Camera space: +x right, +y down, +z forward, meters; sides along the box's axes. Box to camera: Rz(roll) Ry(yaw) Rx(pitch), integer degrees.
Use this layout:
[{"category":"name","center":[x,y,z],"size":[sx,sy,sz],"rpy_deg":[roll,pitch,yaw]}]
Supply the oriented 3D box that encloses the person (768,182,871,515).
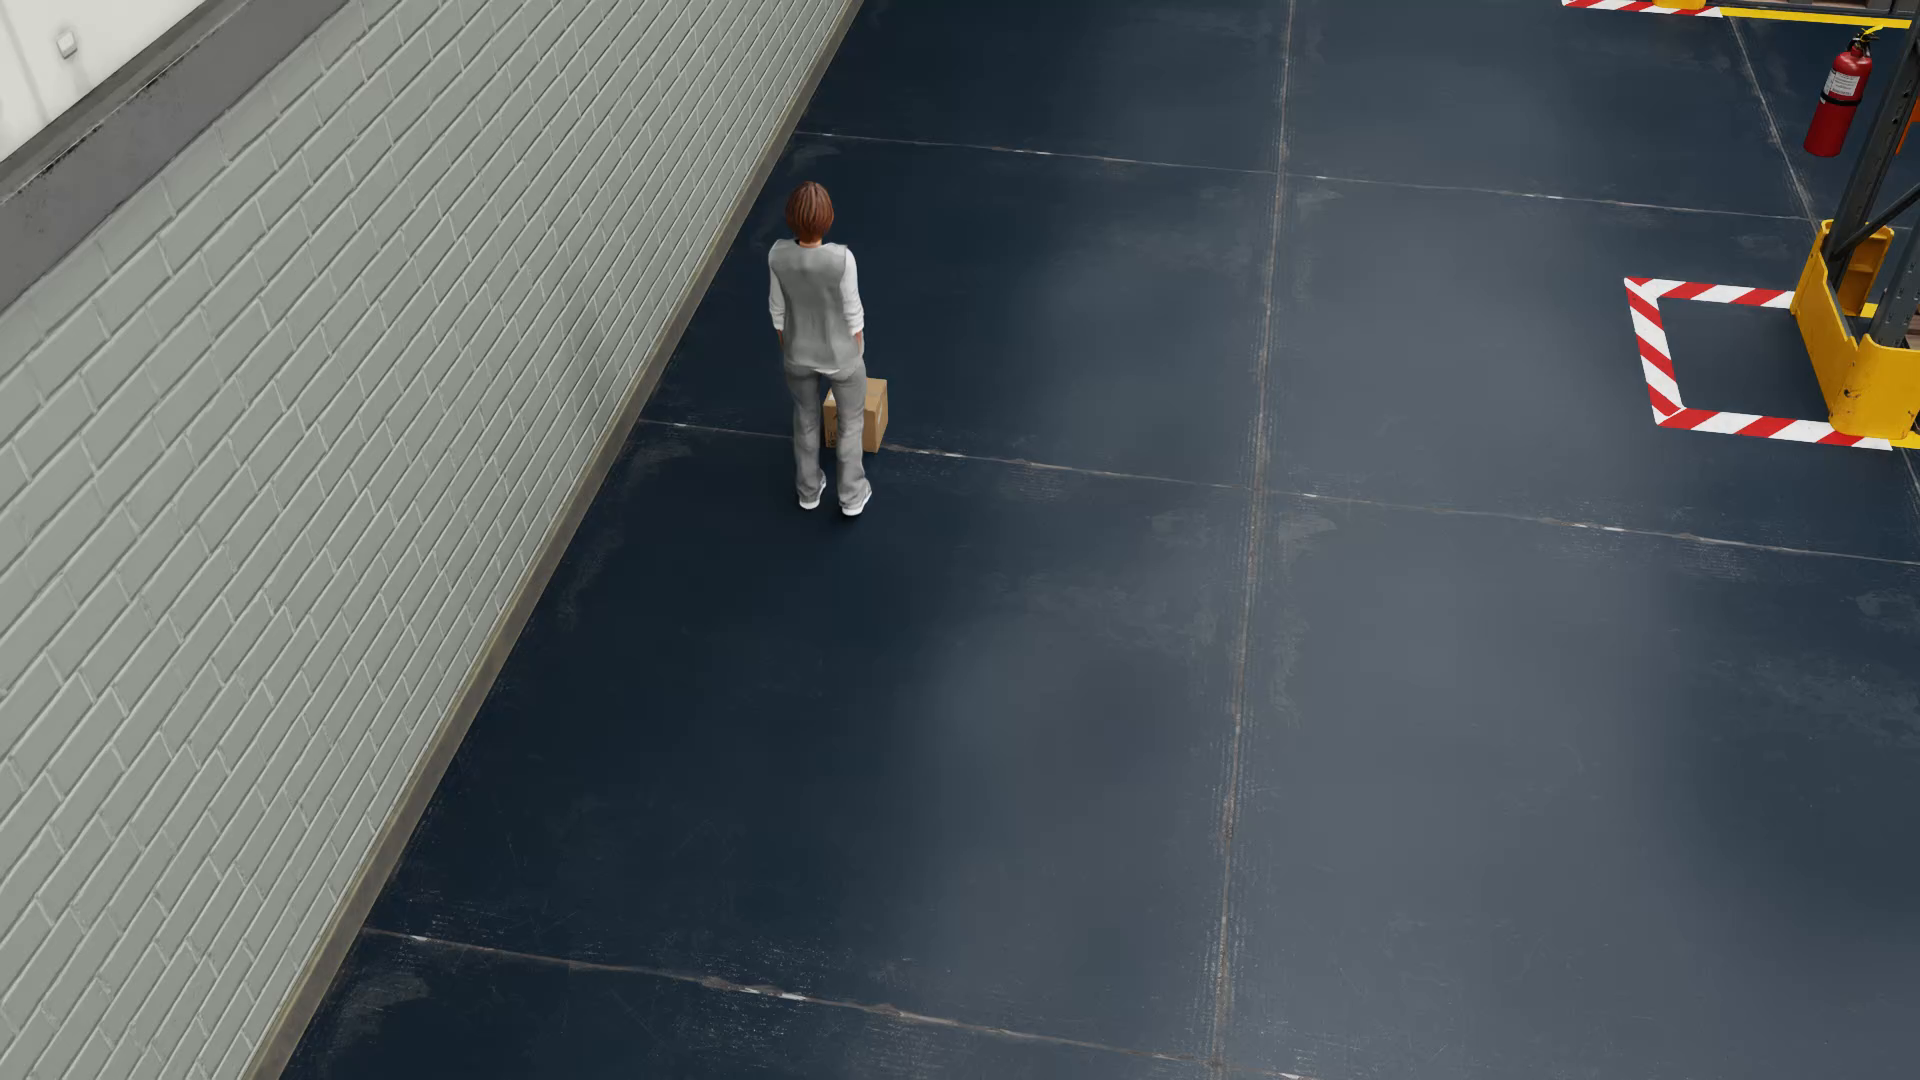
[{"category":"person","center":[-0.600,-0.786,7.084],"size":[0.407,1.592,0.300],"rpy_deg":[7,42,8]}]
